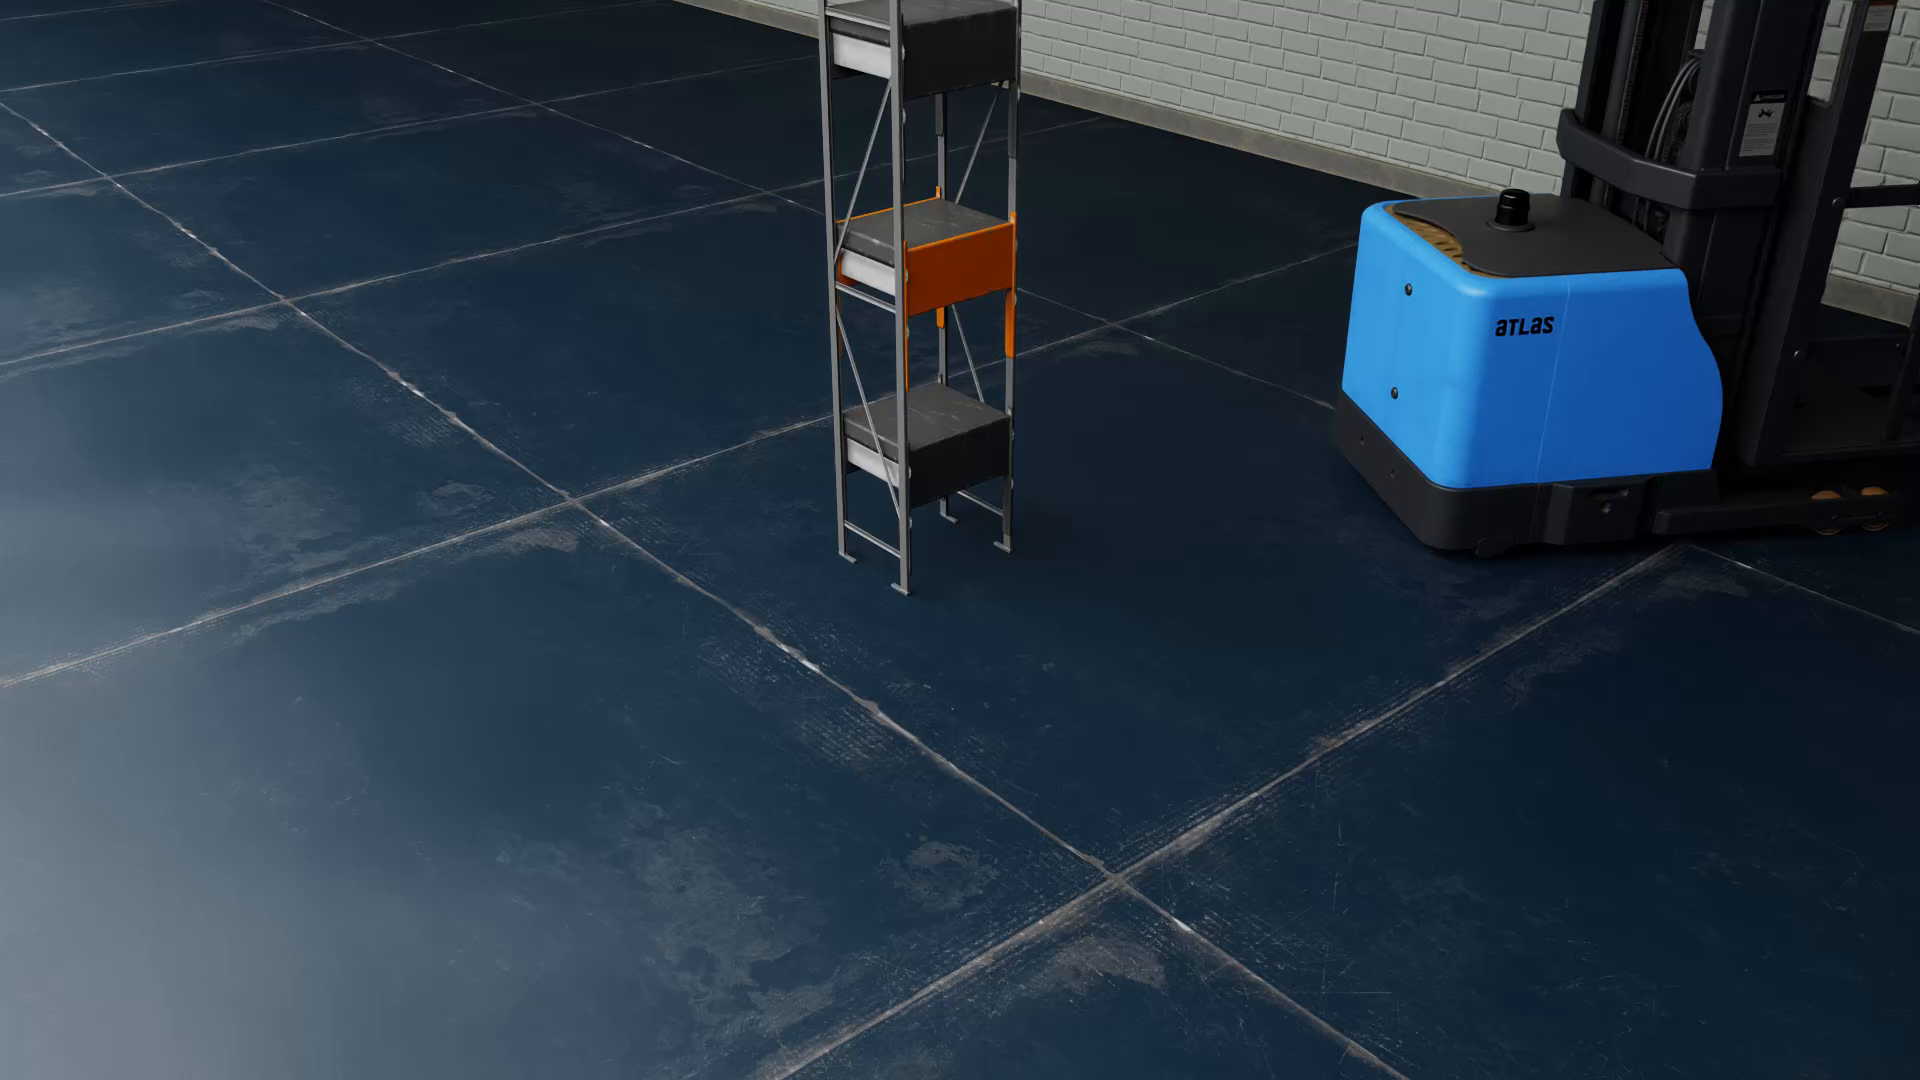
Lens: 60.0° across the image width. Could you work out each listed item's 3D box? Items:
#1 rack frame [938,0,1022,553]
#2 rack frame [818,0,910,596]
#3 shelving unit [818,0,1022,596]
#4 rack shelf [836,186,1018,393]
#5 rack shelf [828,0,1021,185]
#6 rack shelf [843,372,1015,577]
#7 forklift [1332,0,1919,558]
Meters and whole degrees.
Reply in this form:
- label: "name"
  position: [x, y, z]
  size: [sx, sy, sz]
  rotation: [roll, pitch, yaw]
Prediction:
- label: "rack frame"
  position: [0.060, -0.950, 5.800]
  size: [0.015, 2.100, 0.400]
  rotation: [-22, 35, -35]
- label: "rack frame"
  position: [-0.312, -0.801, 5.521]
  size: [0.015, 2.100, 0.400]
  rotation: [-22, 35, -35]
- label: "shelving unit"
  position: [-0.126, -0.875, 5.660]
  size: [0.503, 2.100, 0.431]
  rotation: [-22, 35, -35]
- label: "rack shelf"
  position: [-0.126, -0.863, 5.667]
  size: [0.480, 0.518, 0.431]
  rotation: [-22, 35, -35]
- label: "rack shelf"
  position: [-0.126, -1.481, 5.337]
  size: [0.480, 0.518, 0.431]
  rotation: [-22, 35, -35]
- label: "rack shelf"
  position: [-0.126, -0.246, 5.997]
  size: [0.480, 0.518, 0.431]
  rotation: [-22, 35, -35]
- label: "forklift"
  position: [3.099, -1.552, 6.044]
  size: [3.031, 2.935, 1.130]
  rotation: [-5, 28, -9]
